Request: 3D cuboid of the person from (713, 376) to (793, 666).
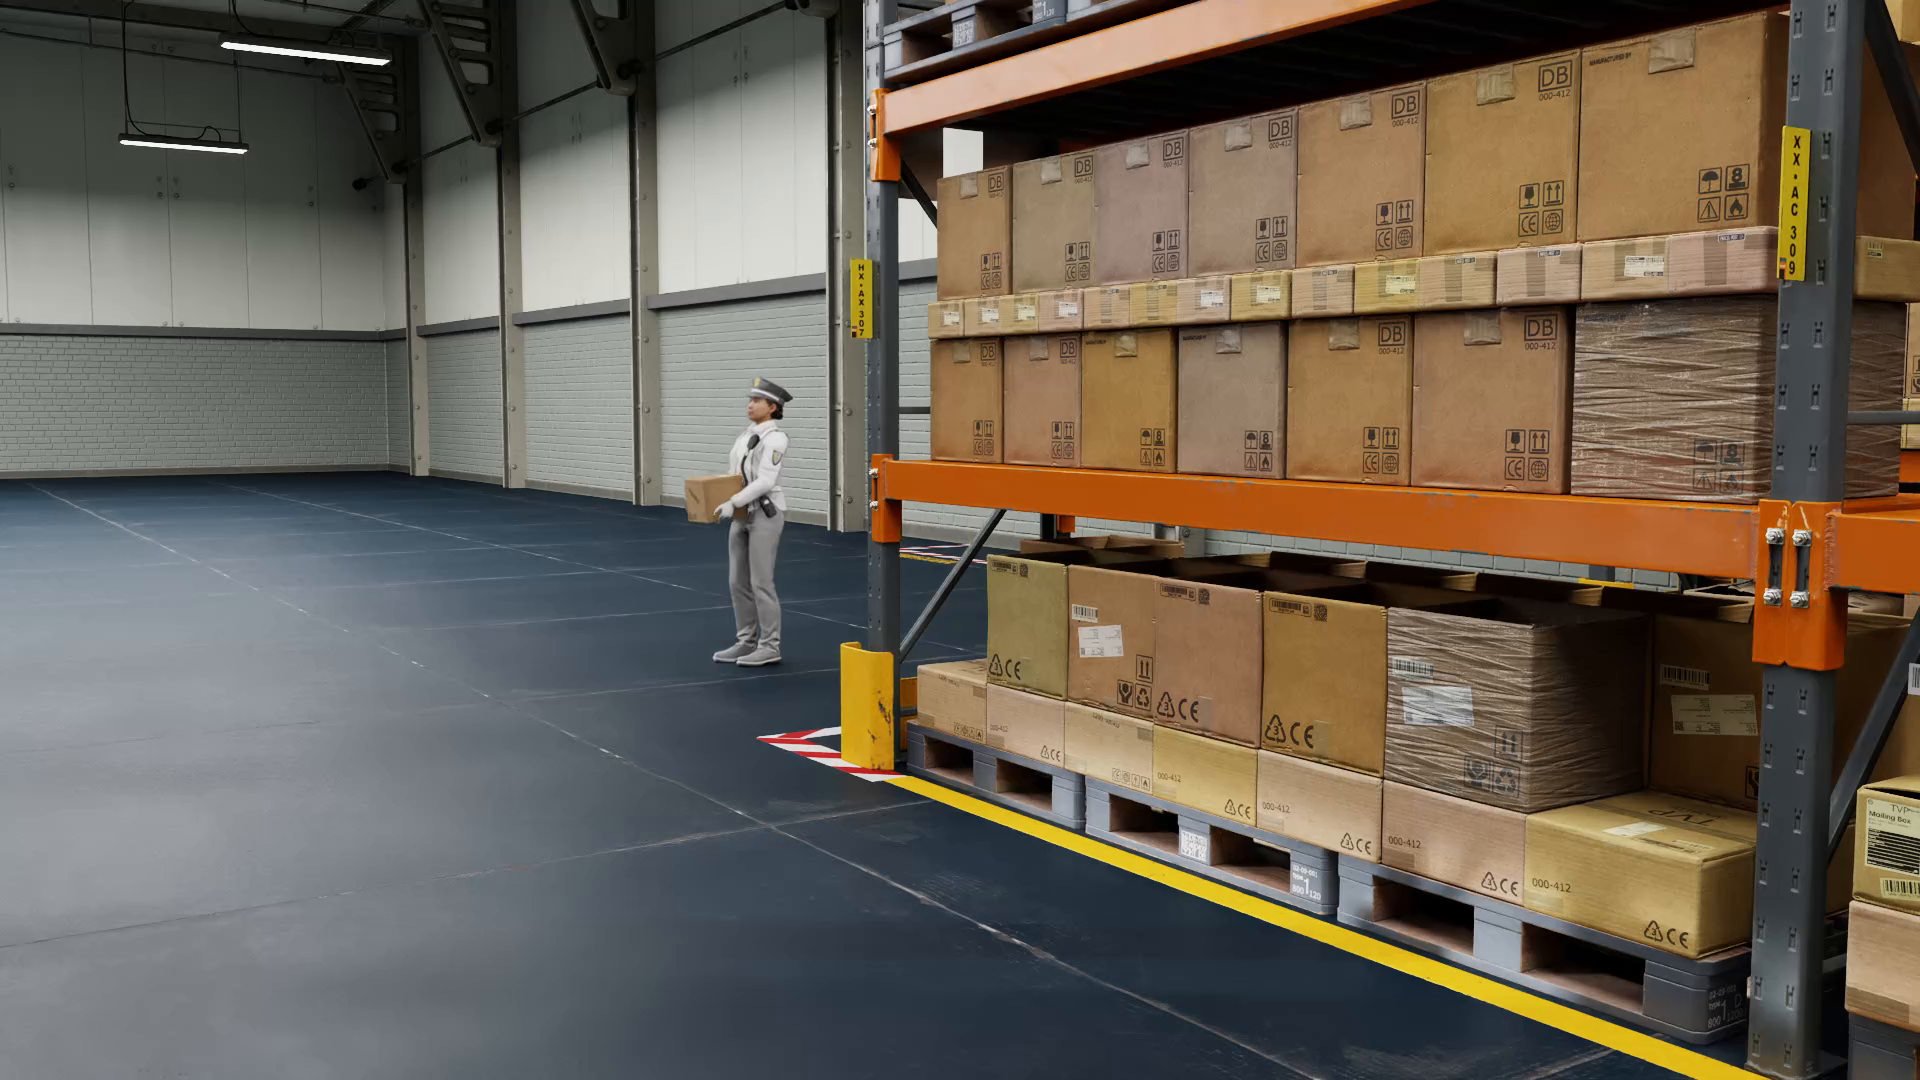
[{"bbox_3d":[-1.255,-0.116,9.811,0.554,1.695,0.467,-3,6,-34],"label":"person"}]
